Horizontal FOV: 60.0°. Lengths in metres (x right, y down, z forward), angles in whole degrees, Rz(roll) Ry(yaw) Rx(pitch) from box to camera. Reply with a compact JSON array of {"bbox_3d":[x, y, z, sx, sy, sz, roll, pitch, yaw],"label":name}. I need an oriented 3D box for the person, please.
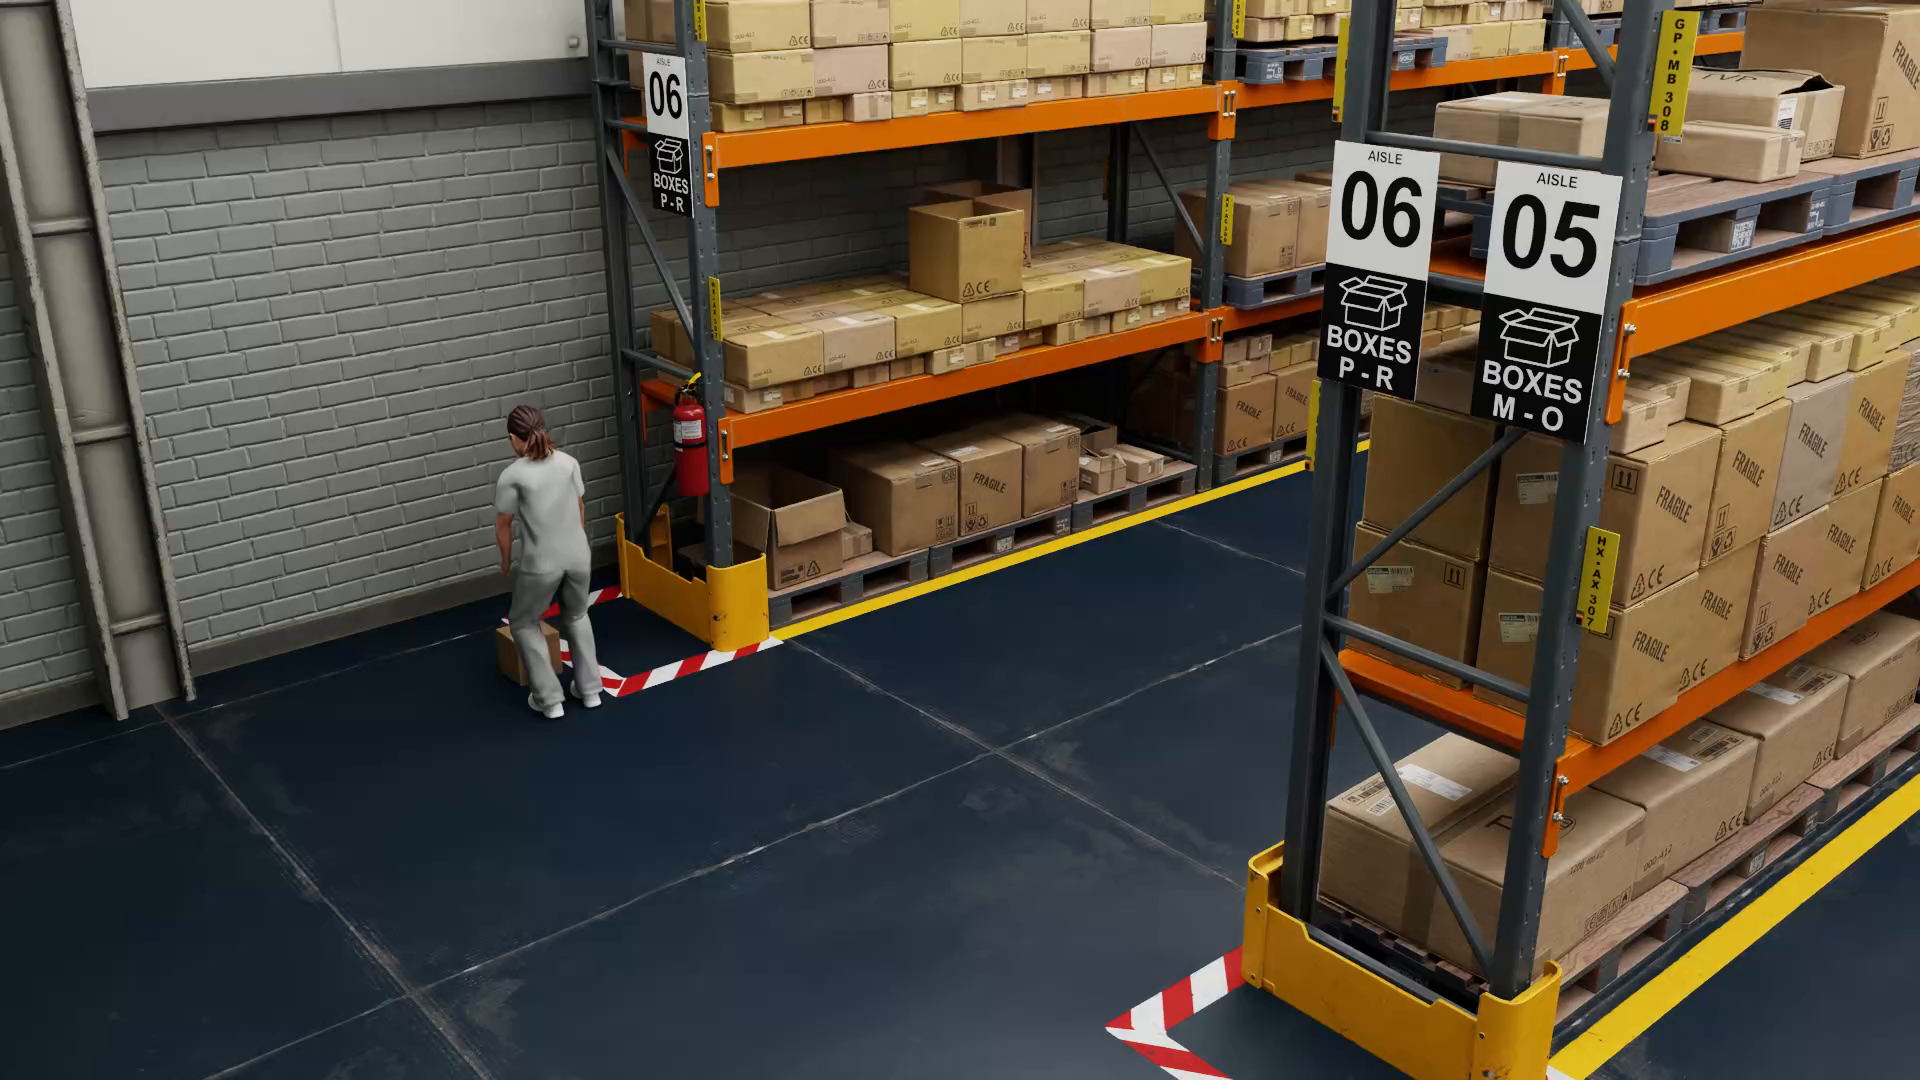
[{"bbox_3d":[-2.094,0.115,8.401,0.468,1.603,0.424,-14,25,-31],"label":"person"}]
